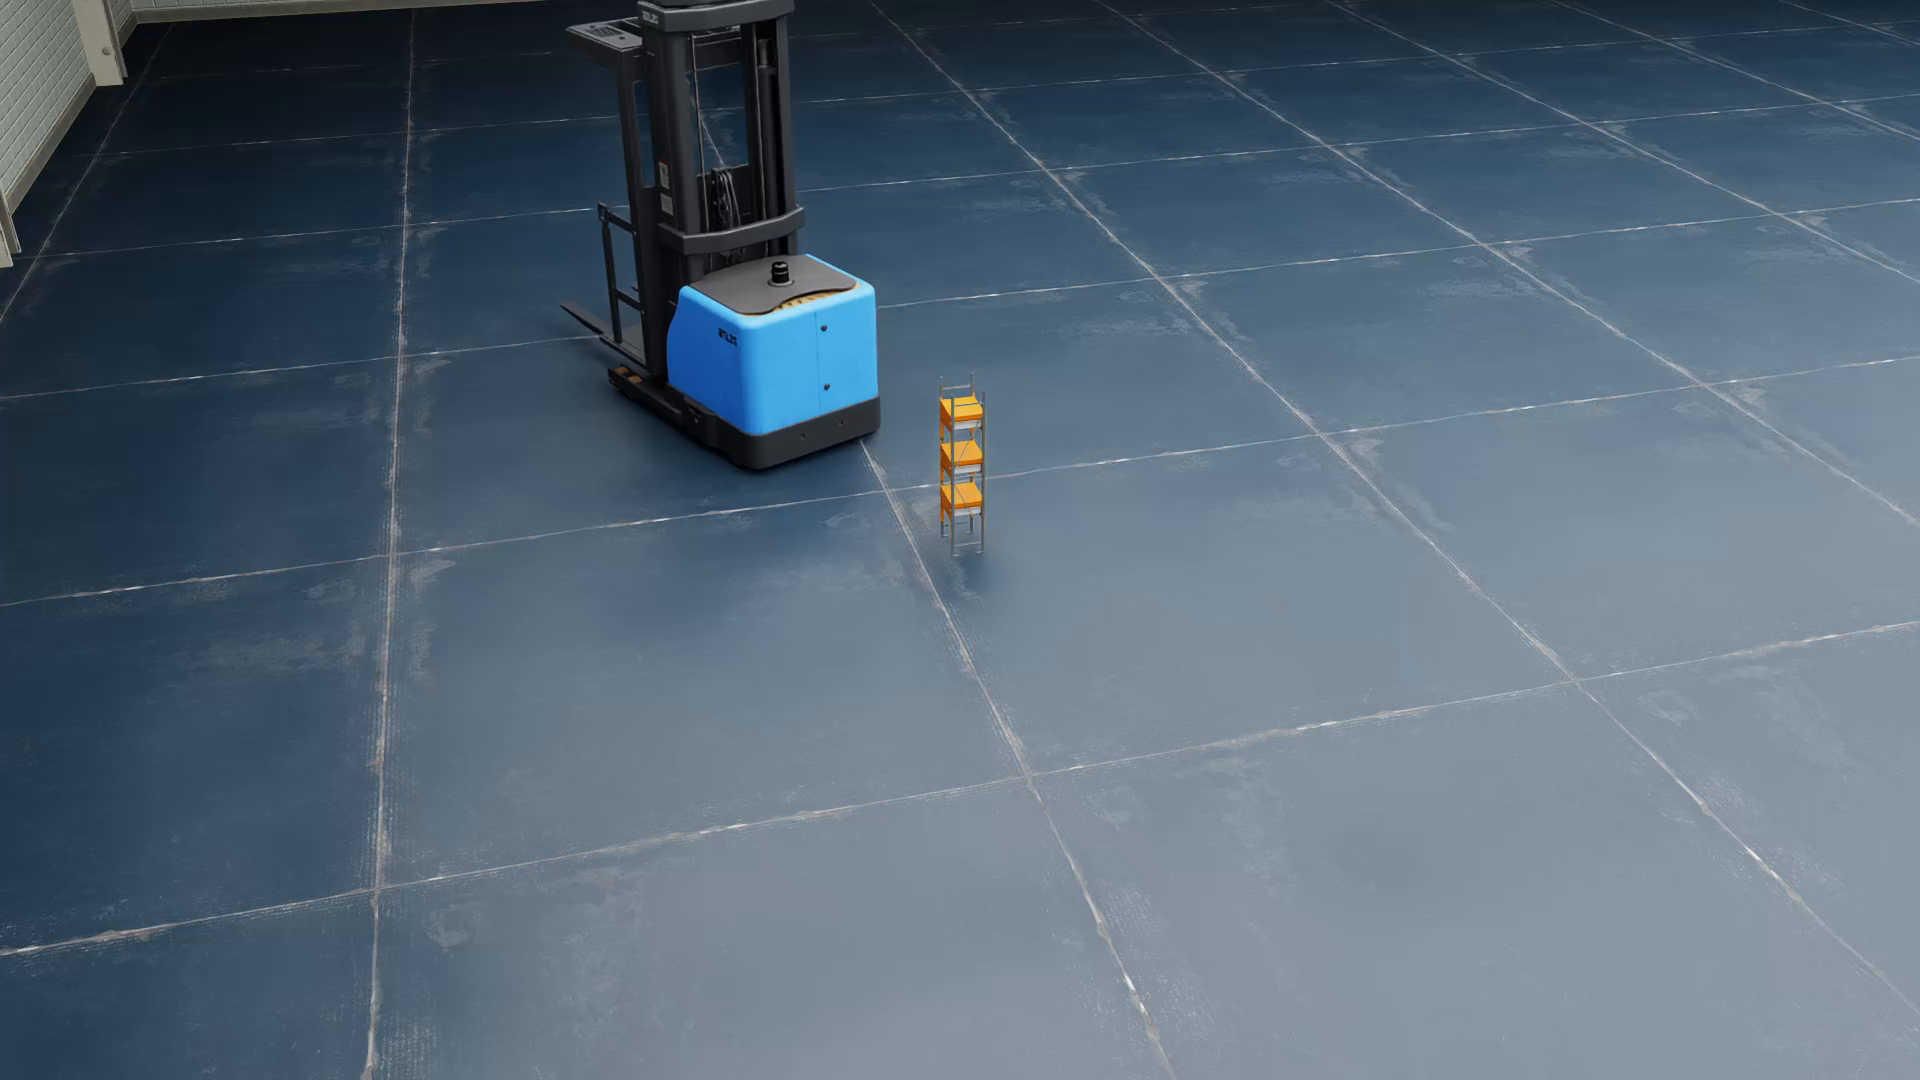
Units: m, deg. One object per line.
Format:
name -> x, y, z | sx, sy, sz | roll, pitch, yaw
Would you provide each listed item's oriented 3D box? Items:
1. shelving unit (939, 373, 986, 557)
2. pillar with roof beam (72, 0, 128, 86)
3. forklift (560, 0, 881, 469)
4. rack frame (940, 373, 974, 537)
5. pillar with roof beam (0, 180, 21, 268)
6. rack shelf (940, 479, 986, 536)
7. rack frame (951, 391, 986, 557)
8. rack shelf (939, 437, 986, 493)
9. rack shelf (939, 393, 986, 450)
shelving unit -> 0.014, -0.429, 9.673 | 0.215, 1.050, 0.252 | -8, 31, -13
pillar with roof beam -> -5.594, -9.733, 17.814 | 9.100, 9.000, 0.400 | -8, 31, -13
forklift -> -1.843, -2.394, 11.191 | 1.130, 2.935, 3.031 | -22, 37, -33
rack frame -> -0.018, -0.487, 9.775 | 0.200, 1.050, 0.008 | -8, 31, -13
pillar with roof beam -> -4.002, -6.835, 12.808 | 9.100, 9.000, 0.400 | -8, 31, -13
rack shelf -> 0.014, -0.179, 9.818 | 0.215, 0.259, 0.240 | -8, 31, -13
rack frame -> 0.047, -0.370, 9.572 | 0.200, 1.050, 0.008 | -8, 31, -13
rack shelf -> 0.014, -0.419, 9.679 | 0.215, 0.259, 0.240 | -8, 31, -13
rack shelf -> 0.014, -0.665, 9.537 | 0.215, 0.259, 0.240 | -8, 31, -13
